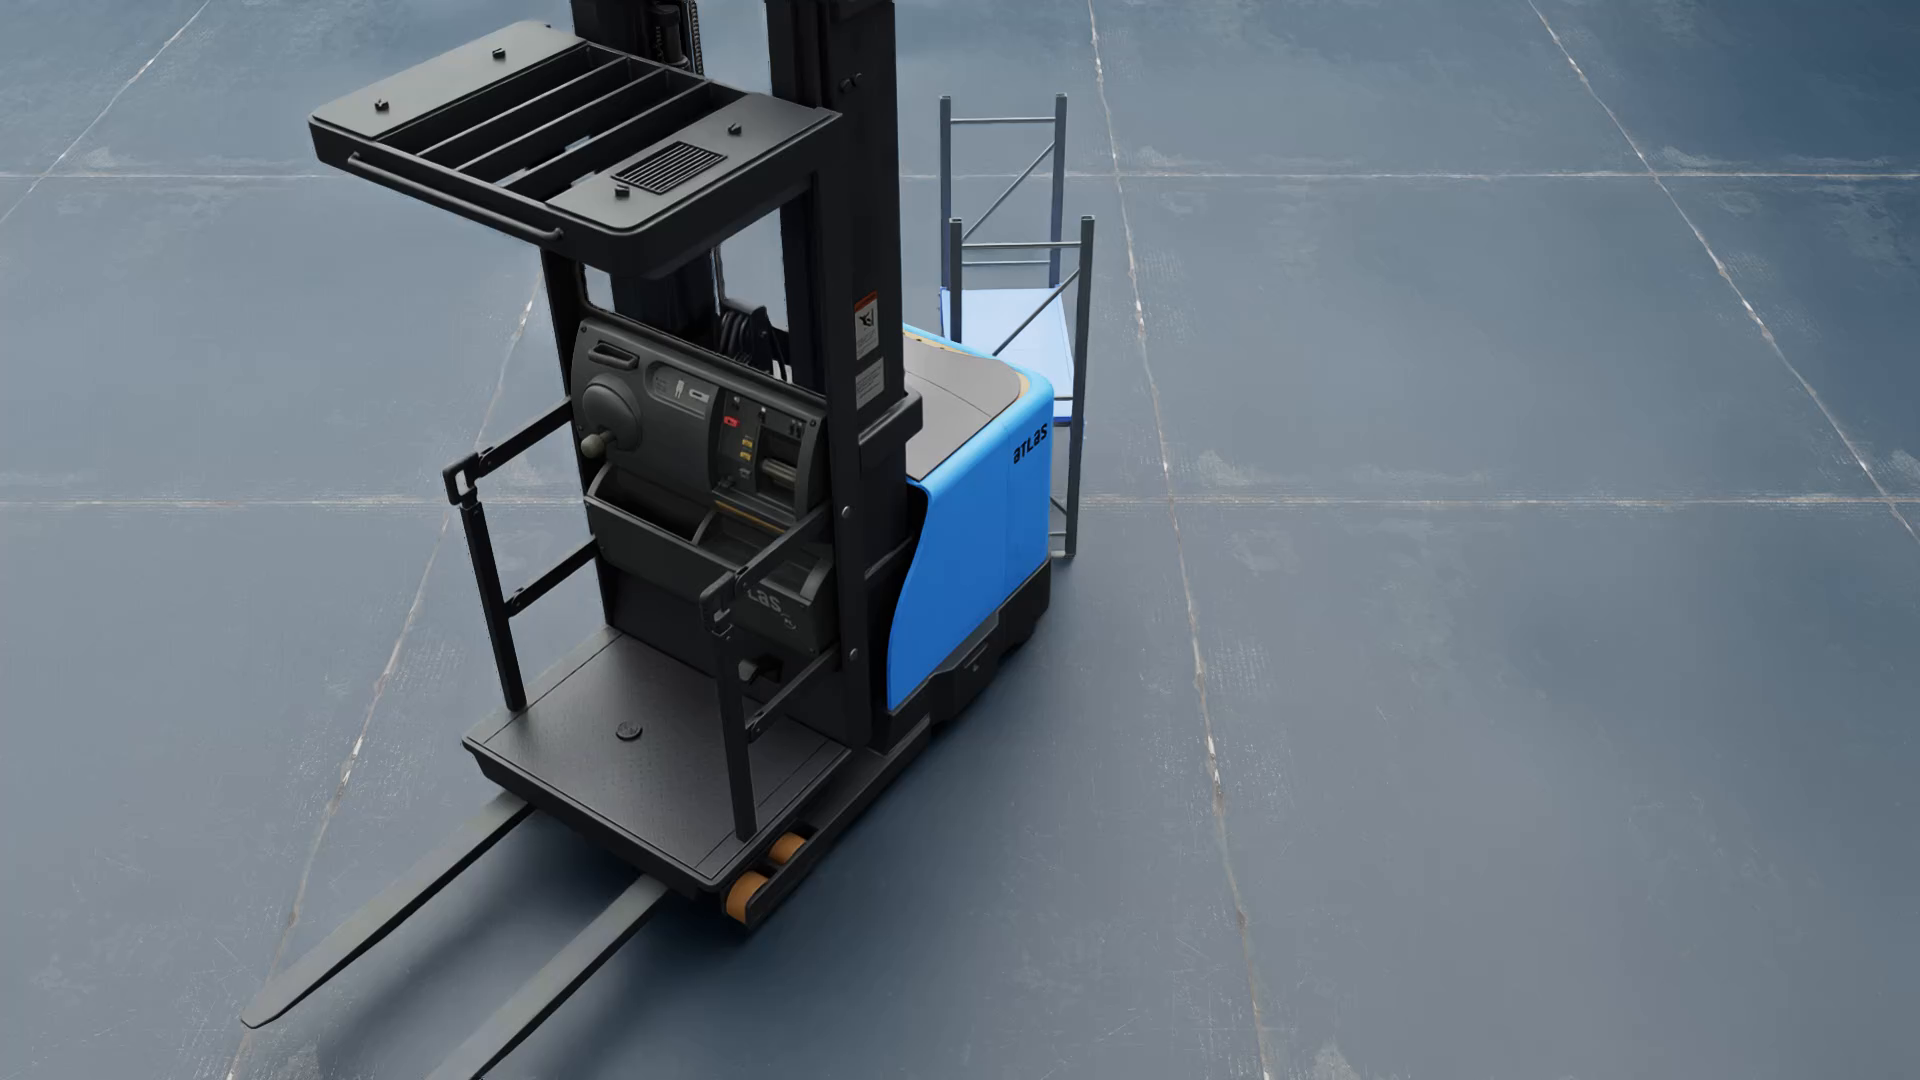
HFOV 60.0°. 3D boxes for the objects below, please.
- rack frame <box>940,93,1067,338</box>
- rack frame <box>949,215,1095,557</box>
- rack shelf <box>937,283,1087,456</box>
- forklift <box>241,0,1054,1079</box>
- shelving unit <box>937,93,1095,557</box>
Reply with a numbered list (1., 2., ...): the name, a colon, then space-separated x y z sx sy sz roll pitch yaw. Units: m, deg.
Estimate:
1. rack frame: 0.170 -1.157 6.995 0.500 1.500 0.032 -2 39 -2
2. rack frame: 0.214 -0.522 6.202 0.500 1.500 0.032 -2 39 -2
3. rack shelf: 0.192 -0.699 6.711 0.538 0.185 1.000 -2 39 -2
4. forklift: -0.906 -0.277 4.752 1.130 2.935 3.031 23 44 26
5. shelving unit: 0.192 -0.840 6.598 0.538 1.500 1.048 -2 39 -2
